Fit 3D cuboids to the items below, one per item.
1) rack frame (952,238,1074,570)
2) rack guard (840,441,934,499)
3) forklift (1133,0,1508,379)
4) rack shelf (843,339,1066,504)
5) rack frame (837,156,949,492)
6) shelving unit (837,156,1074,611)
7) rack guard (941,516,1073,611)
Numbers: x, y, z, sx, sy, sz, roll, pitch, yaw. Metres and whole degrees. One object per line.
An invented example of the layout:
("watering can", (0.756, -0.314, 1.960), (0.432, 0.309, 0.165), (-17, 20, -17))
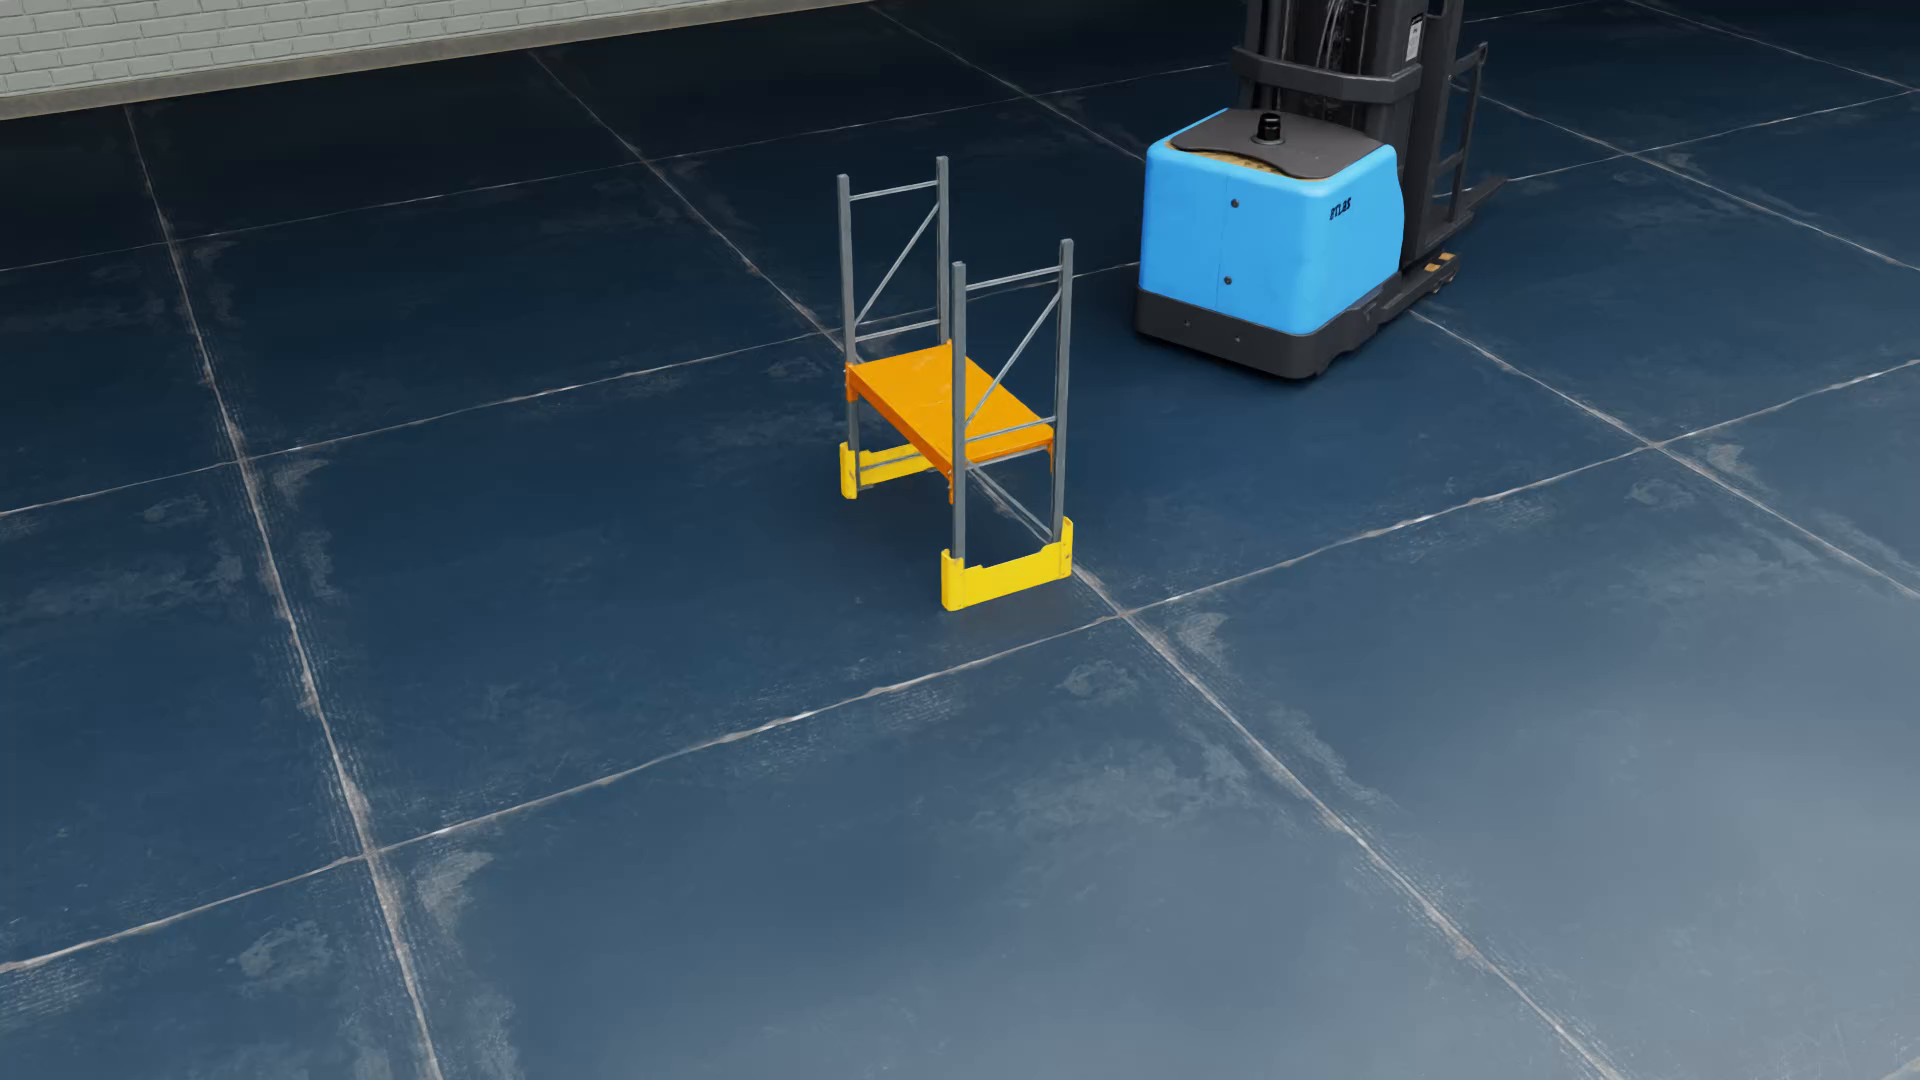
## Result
("rack frame", (0.197, -0.430, 6.530), (0.500, 1.500, 0.032), (-16, 36, -23))
("rack guard", (-0.268, -0.379, 7.610), (0.587, 0.250, 0.087), (-16, 36, -23))
("forklift", (2.227, -2.781, 8.874), (1.130, 2.935, 3.031), (23, 39, 31))
("rack shelf", (-0.040, -0.521, 7.006), (0.538, 0.185, 1.000), (-16, 36, -23))
("rack frame", (-0.277, -0.915, 7.288), (0.500, 1.500, 0.032), (-16, 36, -23))
("shelving unit", (-0.036, -0.668, 6.902), (0.587, 1.500, 1.083), (-16, 36, -23))
("rack guard", (0.197, 0.096, 6.868), (0.587, 0.250, 0.087), (-16, 36, -23))
